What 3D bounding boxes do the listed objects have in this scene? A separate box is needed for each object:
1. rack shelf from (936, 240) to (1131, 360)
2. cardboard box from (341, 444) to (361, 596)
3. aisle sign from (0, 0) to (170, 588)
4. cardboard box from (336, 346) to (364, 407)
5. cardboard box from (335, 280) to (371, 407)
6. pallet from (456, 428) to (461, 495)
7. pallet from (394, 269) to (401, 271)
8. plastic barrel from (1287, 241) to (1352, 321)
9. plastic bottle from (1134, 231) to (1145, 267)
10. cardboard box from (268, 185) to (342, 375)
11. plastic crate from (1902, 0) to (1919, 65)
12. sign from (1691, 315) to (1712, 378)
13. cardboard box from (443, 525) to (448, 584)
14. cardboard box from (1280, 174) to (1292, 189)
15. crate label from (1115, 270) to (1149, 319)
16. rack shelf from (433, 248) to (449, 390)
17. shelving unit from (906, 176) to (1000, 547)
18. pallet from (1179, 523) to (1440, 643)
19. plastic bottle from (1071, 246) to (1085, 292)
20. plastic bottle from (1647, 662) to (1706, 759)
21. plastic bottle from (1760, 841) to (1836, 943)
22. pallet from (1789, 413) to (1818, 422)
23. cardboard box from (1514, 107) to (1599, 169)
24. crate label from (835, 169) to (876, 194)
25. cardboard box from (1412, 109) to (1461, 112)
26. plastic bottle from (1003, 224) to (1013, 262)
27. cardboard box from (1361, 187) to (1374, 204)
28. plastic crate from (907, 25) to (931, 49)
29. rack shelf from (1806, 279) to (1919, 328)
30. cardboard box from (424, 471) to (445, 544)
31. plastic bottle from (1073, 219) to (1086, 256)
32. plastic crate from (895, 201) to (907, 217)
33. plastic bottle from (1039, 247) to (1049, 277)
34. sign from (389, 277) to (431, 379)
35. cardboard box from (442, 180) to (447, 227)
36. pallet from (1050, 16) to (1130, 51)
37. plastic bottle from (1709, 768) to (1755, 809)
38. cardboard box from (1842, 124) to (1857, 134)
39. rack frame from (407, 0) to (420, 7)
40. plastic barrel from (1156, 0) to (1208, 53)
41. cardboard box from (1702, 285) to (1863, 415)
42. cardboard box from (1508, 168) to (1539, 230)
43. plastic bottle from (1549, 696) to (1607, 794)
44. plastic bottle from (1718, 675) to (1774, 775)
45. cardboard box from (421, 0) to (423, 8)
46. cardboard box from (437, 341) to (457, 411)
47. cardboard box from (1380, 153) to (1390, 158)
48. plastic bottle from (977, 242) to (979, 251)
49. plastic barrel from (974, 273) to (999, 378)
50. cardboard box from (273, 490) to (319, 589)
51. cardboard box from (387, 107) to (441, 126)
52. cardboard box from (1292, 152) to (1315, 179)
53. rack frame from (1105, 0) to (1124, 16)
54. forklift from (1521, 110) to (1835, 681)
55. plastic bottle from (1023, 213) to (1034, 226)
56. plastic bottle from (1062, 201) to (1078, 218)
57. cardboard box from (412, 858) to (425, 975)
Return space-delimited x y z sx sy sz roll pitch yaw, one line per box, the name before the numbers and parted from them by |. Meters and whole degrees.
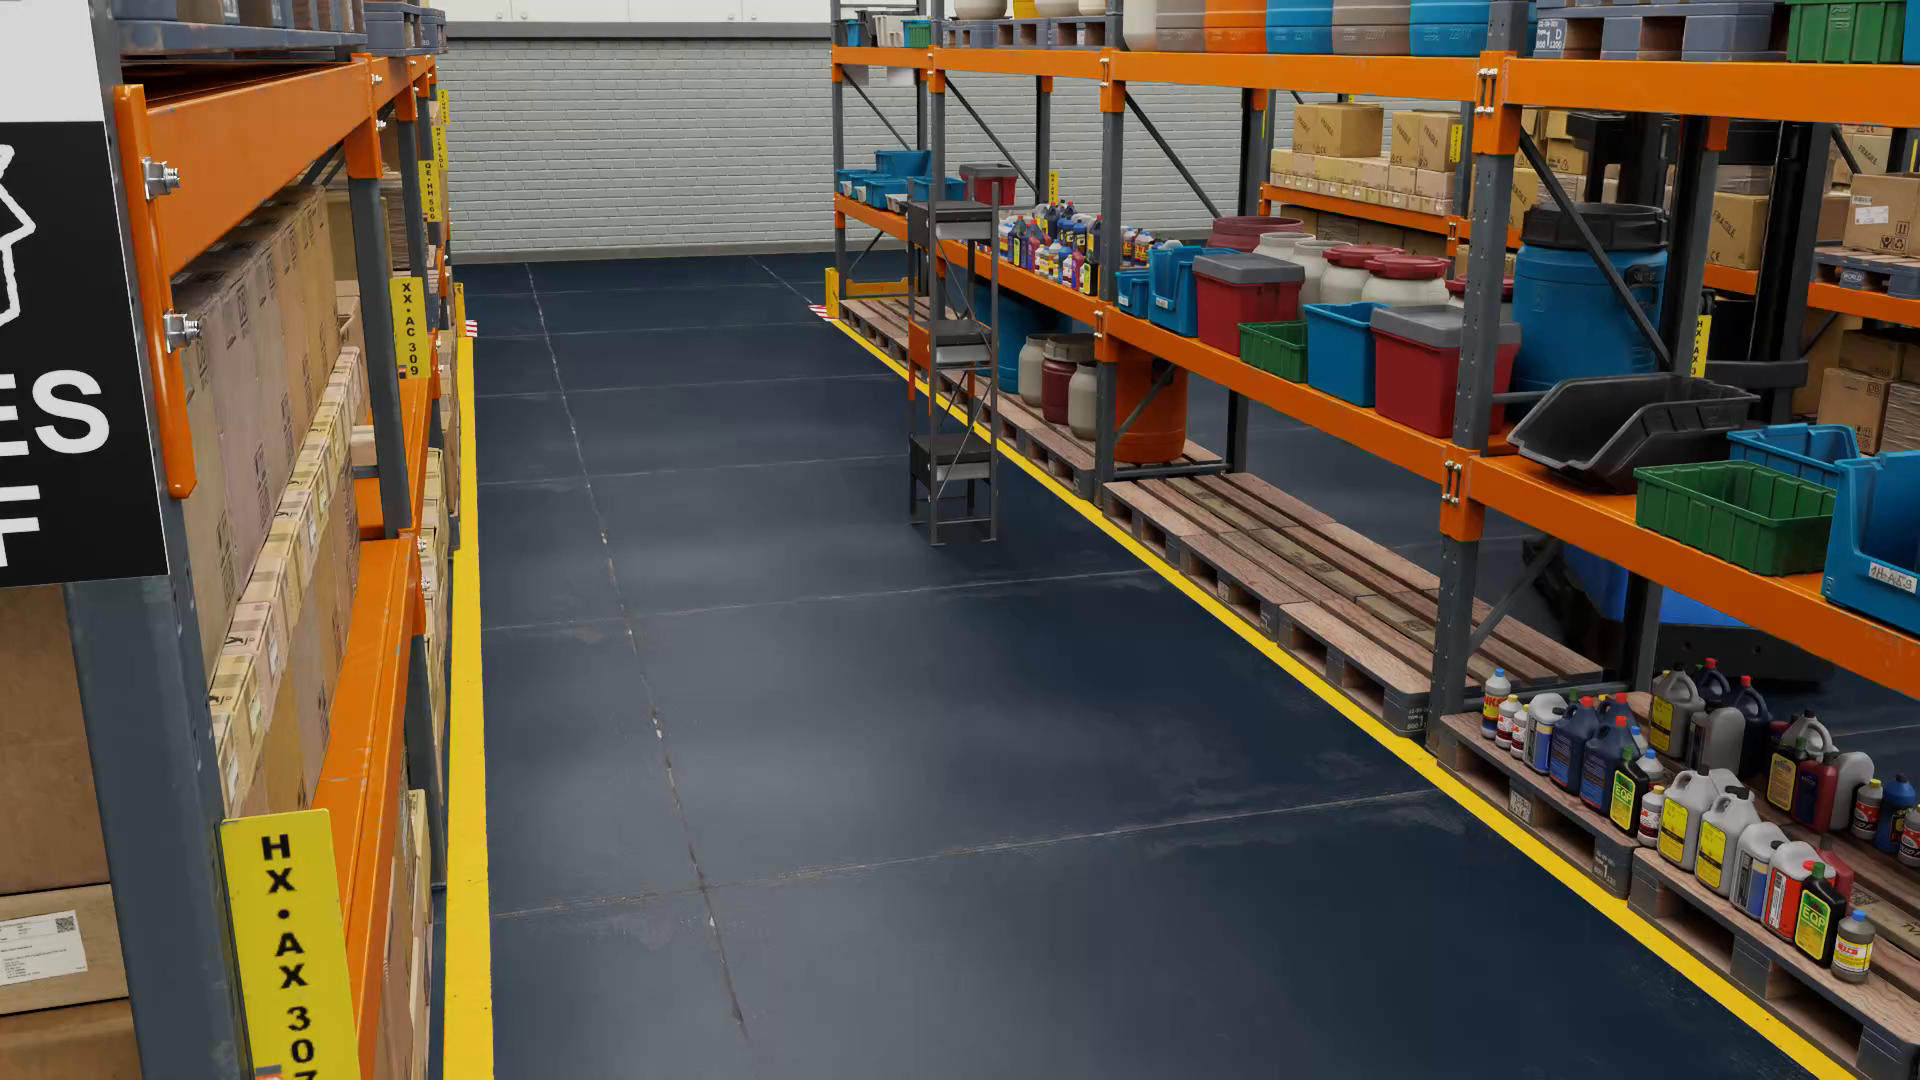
rack shelf | 0.807 -1.892 12.286 1.077 0.370 4.000 -5 17 -15
cardboard box | -2.179 -0.112 4.936 0.700 0.500 0.500 -5 17 -17
aisle sign | -0.896 -0.331 1.320 0.394 0.787 0.004 -5 17 -15
cardboard box | -2.027 -0.486 5.056 0.380 0.149 0.250 -5 17 -15
cardboard box | -2.930 -0.878 7.486 0.500 0.500 0.500 -6 18 -18
pallet | -3.907 -0.503 11.261 1.003 0.211 1.213 -5 17 -15
pallet | -4.391 -2.077 11.987 1.003 0.211 1.213 -5 17 -15
plastic barrel | 1.961 -1.352 9.046 0.421 0.512 0.421 0 17 0
plastic bottle | 1.289 -2.057 11.808 0.097 0.271 0.097 0 17 0
cardboard box | -2.179 -0.733 4.750 0.700 0.500 0.500 -5 17 -15
plastic crate | 2.742 -1.403 4.222 0.392 0.384 0.575 -5 17 -15
sign | 2.988 -0.750 6.753 0.100 0.325 0.005 -5 17 -15
cardboard box | -2.882 0.092 8.482 0.500 0.250 0.500 -5 17 -16
cardboard box | 3.773 -3.972 18.398 0.380 0.149 0.250 -5 17 -16
crate label | 1.112 -1.457 9.879 0.303 0.233 0.416 -5 17 -15
rack shelf | -3.956 -1.501 10.986 1.077 0.370 4.000 -5 17 -15
shelving unit | -0.045 -1.051 9.802 0.431 2.100 0.503 -5 17 -15
pallet | 1.864 0.207 8.897 1.003 0.211 1.213 -5 17 -15
plastic bottle | 0.772 -1.769 10.831 0.061 0.283 0.133 -5 17 -15
plastic bottle | 2.772 0.648 6.420 0.144 0.351 0.185 -5 17 -15
plastic bottle | 2.586 1.078 5.118 0.152 0.276 0.135 -5 17 -15
pallet | 5.975 -0.963 12.792 1.003 0.211 1.213 -5 17 -15
cardboard box | 5.203 -3.533 14.583 0.797 0.503 0.637 -5 17 -17
crate label | -1.090 -3.750 17.409 0.416 0.233 0.303 -5 17 -15
cardboard box | 4.859 -4.044 16.641 0.500 0.500 0.500 -5 18 -17
plastic bottle | 0.369 -2.188 12.247 0.097 0.271 0.097 0 17 0
cardboard box | 4.268 -3.475 16.742 0.380 0.149 0.250 -5 17 -16
plastic crate | -0.149 -4.218 13.934 0.450 0.188 0.662 -5 17 -15
rack shelf | 6.669 -1.177 9.907 1.077 0.370 4.000 -5 17 -15
cardboard box | -2.877 -0.177 8.401 0.500 0.311 0.500 -5 17 -16
plastic bottle | 0.902 -2.288 12.577 0.097 0.271 0.097 0 17 0
plastic crate | -0.308 -2.975 15.016 0.437 0.125 0.590 -5 17 -15
plastic bottle | 0.598 -1.925 11.491 0.097 0.201 0.097 0 17 0
sign | -1.774 -0.683 5.369 0.100 0.325 0.005 -5 17 -15
cardboard box | -4.663 -2.889 14.183 0.500 0.500 0.500 -5 17 -16
pallet | 1.241 -3.249 10.667 1.003 0.211 1.213 -5 17 -15
plastic bottle | 2.583 0.924 5.631 0.152 0.276 0.135 -5 17 -15
cardboard box | 9.280 -4.466 17.176 0.500 0.500 0.500 -5 18 -17
rack frame | -4.506 -5.272 11.861 1.000 3.000 0.127 -5 17 -15
plastic barrel | 1.374 -3.115 9.024 0.600 0.901 0.600 0 17 0
cardboard box | 5.950 -1.451 12.531 1.225 0.875 0.875 -6 18 -18
cardboard box | 5.045 -2.943 14.362 0.500 0.500 0.500 -5 17 -15
plastic bottle | 2.279 0.737 6.123 0.144 0.351 0.185 -4 17 -14
plastic bottle | 2.963 0.690 6.282 0.144 0.351 0.185 -6 18 -18
cardboard box | -4.540 -4.295 13.216 0.500 0.250 0.500 -5 17 -15
cardboard box | -3.967 -1.161 12.184 0.500 0.500 0.500 -5 17 -15
cardboard box | 4.588 -3.964 17.678 0.500 0.250 0.500 -5 18 -17
plastic bottle | 0.178 -2.347 12.896 0.097 0.201 0.097 0 17 0
plastic barrel | 0.391 -1.834 13.761 0.600 0.901 0.708 -5 17 -15
cardboard box | -1.531 0.011 3.400 0.380 0.149 0.250 -5 17 -15
cardboard box | -4.791 -3.506 14.498 0.500 0.500 0.500 -4 17 -14
cardboard box | 3.942 -4.061 18.000 0.500 0.250 0.500 -5 17 -16
rack frame | 1.357 -4.556 9.478 1.000 3.000 0.127 -5 17 -15
forklift | 3.700 -1.141 8.654 1.130 2.935 3.031 2 17 8
plastic bottle | 0.562 -2.596 13.725 0.097 0.201 0.097 0 17 0
plastic bottle | 0.876 -2.486 13.101 0.144 0.351 0.185 -5 17 -15
cardboard box | -1.842 1.180 4.860 0.500 0.250 0.500 -5 17 -15
